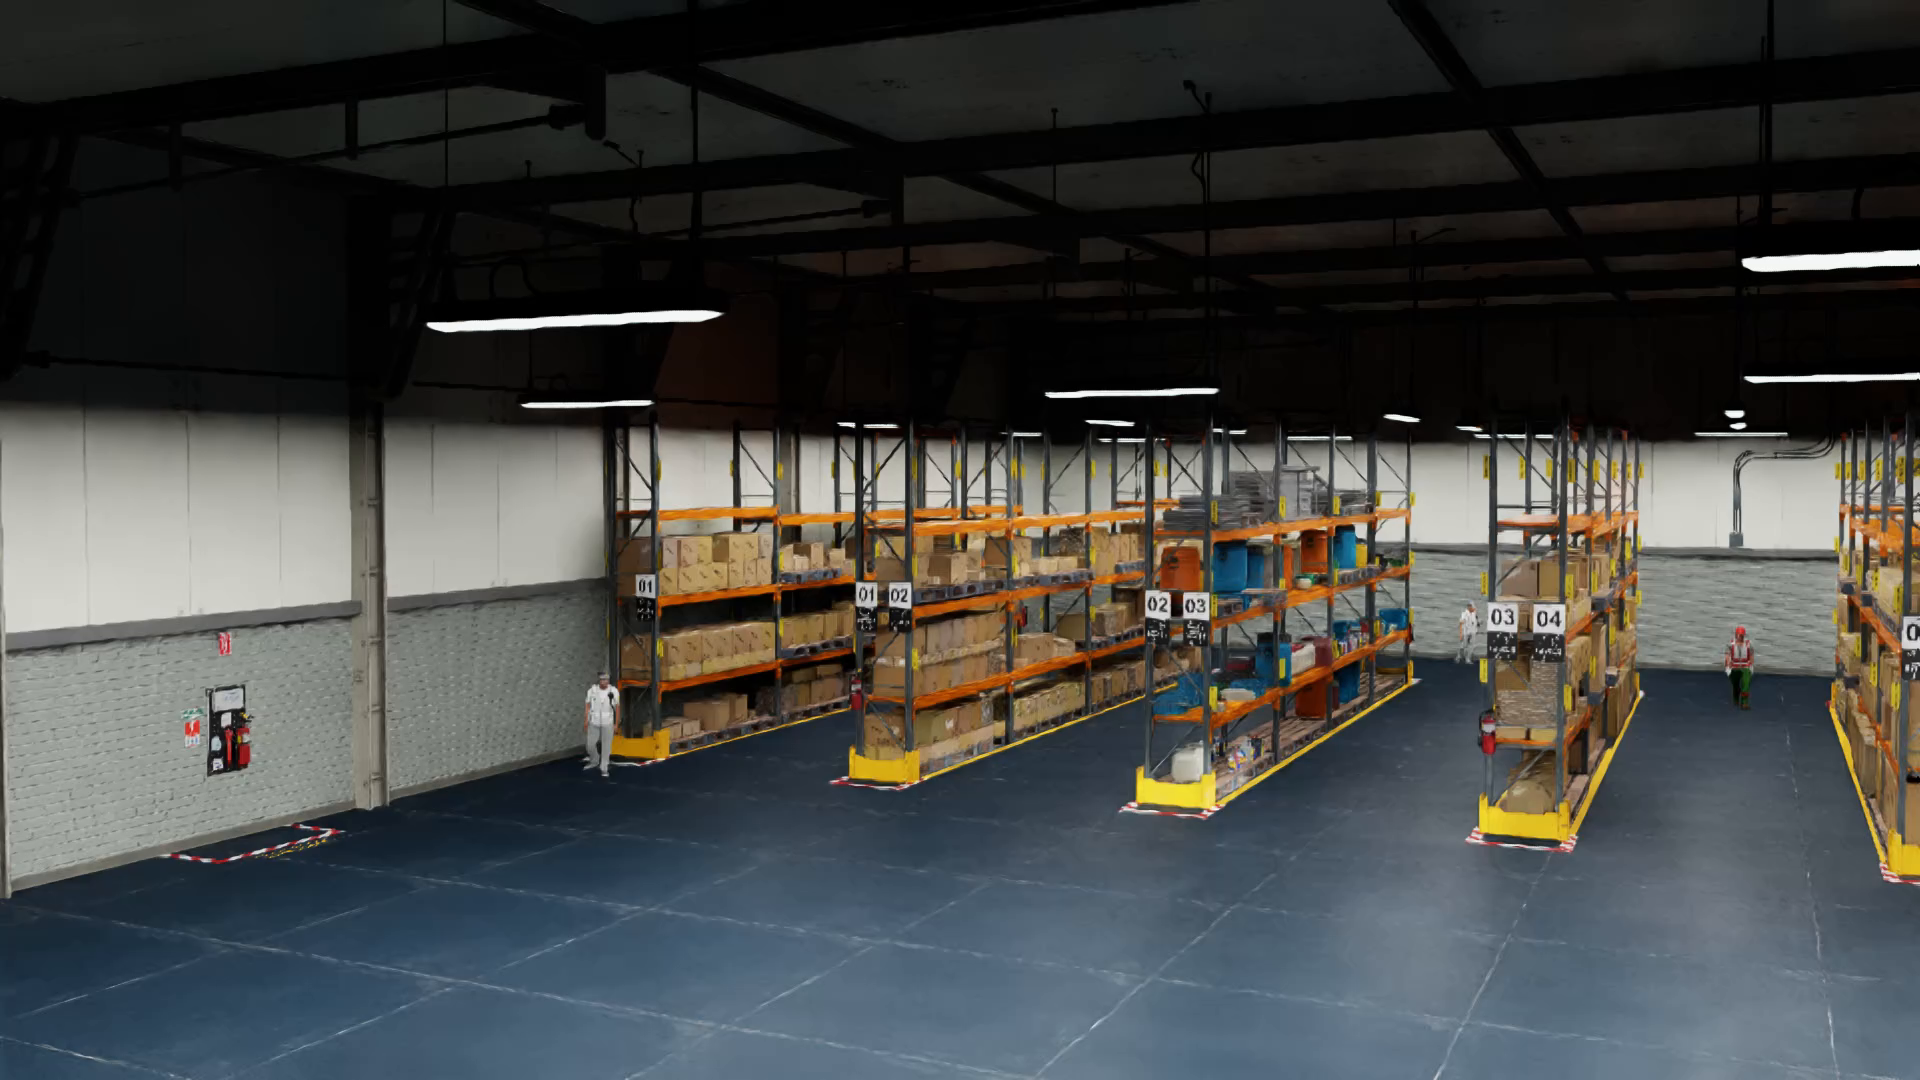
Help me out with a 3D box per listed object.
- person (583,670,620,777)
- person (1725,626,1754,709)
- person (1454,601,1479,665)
[{"bbox_3d":[-5.891,2.982,27.283,0.605,1.748,0.567,0,2,-11],"label":"person"},{"bbox_3d":[16.389,2.663,34.959,0.553,1.706,1.123,1,3,27],"label":"person"},{"bbox_3d":[13.048,2.382,42.828,0.550,1.651,0.589,0,2,-11],"label":"person"}]
